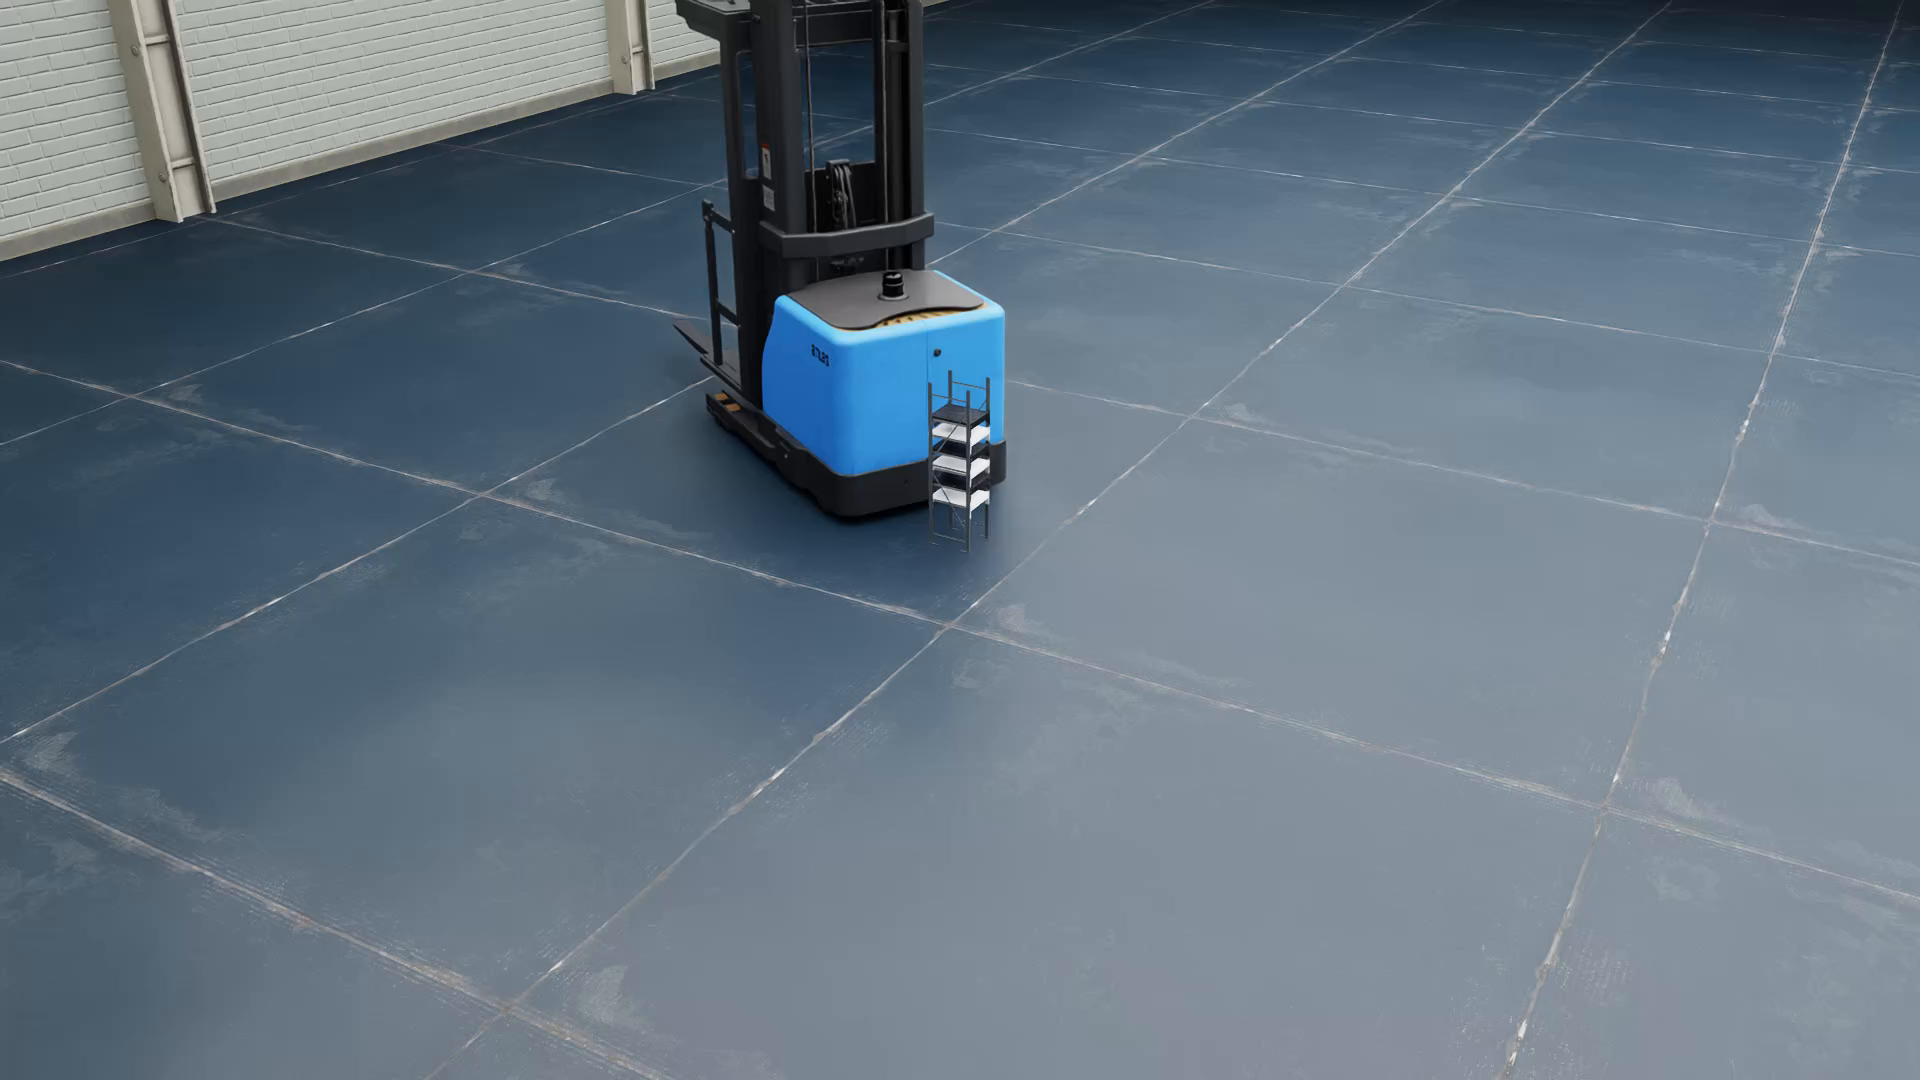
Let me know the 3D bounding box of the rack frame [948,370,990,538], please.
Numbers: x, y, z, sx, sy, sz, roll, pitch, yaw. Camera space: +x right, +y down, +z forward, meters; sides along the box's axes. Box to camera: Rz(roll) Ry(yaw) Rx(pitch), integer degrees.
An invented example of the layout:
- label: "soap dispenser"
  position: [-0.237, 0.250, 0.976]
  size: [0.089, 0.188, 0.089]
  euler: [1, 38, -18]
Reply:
- label: "rack frame"
  position: [0.046, -0.439, 8.621]
  size: [0.240, 0.900, 0.006]
  euler: [14, 30, 26]

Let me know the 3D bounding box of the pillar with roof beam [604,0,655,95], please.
- label: "pillar with roof beam"
  position: [0.014, -8.223, 15.124]
  size: [9.100, 9.000, 0.400]
  euler: [14, 30, 26]

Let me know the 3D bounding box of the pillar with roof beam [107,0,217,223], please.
- label: "pillar with roof beam"
  position: [-2.937, -5.885, 10.452]
  size: [9.100, 9.000, 0.400]
  euler: [14, 30, 26]

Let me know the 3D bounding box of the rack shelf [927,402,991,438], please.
- label: "rack shelf"
  position: [-0.004, -0.611, 8.436]
  size: [0.258, 0.077, 0.200]
  euler: [14, 30, 26]

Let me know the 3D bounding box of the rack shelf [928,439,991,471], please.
- label: "rack shelf"
  position: [-0.004, -0.450, 8.517]
  size: [0.258, 0.077, 0.200]
  euler: [14, 30, 26]

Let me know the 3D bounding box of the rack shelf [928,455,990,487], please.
- label: "rack shelf"
  position: [-0.004, -0.369, 8.557]
  size: [0.258, 0.077, 0.200]
  euler: [14, 30, 26]

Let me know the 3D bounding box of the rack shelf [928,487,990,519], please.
- label: "rack shelf"
  position: [-0.004, -0.208, 8.638]
  size: [0.258, 0.077, 0.200]
  euler: [14, 30, 26]

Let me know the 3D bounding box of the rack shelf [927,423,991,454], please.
- label: "rack shelf"
  position: [-0.004, -0.530, 8.477]
  size: [0.258, 0.077, 0.200]
  euler: [14, 30, 26]

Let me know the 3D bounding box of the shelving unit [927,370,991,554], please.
- label: "shelving unit"
  position: [-0.004, -0.399, 8.542]
  size: [0.258, 0.900, 0.210]
  euler: [14, 30, 26]

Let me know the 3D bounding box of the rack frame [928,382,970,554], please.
- label: "rack frame"
  position: [-0.054, -0.360, 8.463]
  size: [0.240, 0.900, 0.006]
  euler: [14, 30, 26]

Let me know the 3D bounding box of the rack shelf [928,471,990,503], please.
- label: "rack shelf"
  position: [-0.004, -0.289, 8.597]
  size: [0.258, 0.077, 0.200]
  euler: [14, 30, 26]

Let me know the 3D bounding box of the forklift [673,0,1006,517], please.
- label: "forklift"
  position: [-0.901, -2.058, 9.587]
  size: [1.130, 2.935, 3.031]
  euler: [-14, 30, -26]
